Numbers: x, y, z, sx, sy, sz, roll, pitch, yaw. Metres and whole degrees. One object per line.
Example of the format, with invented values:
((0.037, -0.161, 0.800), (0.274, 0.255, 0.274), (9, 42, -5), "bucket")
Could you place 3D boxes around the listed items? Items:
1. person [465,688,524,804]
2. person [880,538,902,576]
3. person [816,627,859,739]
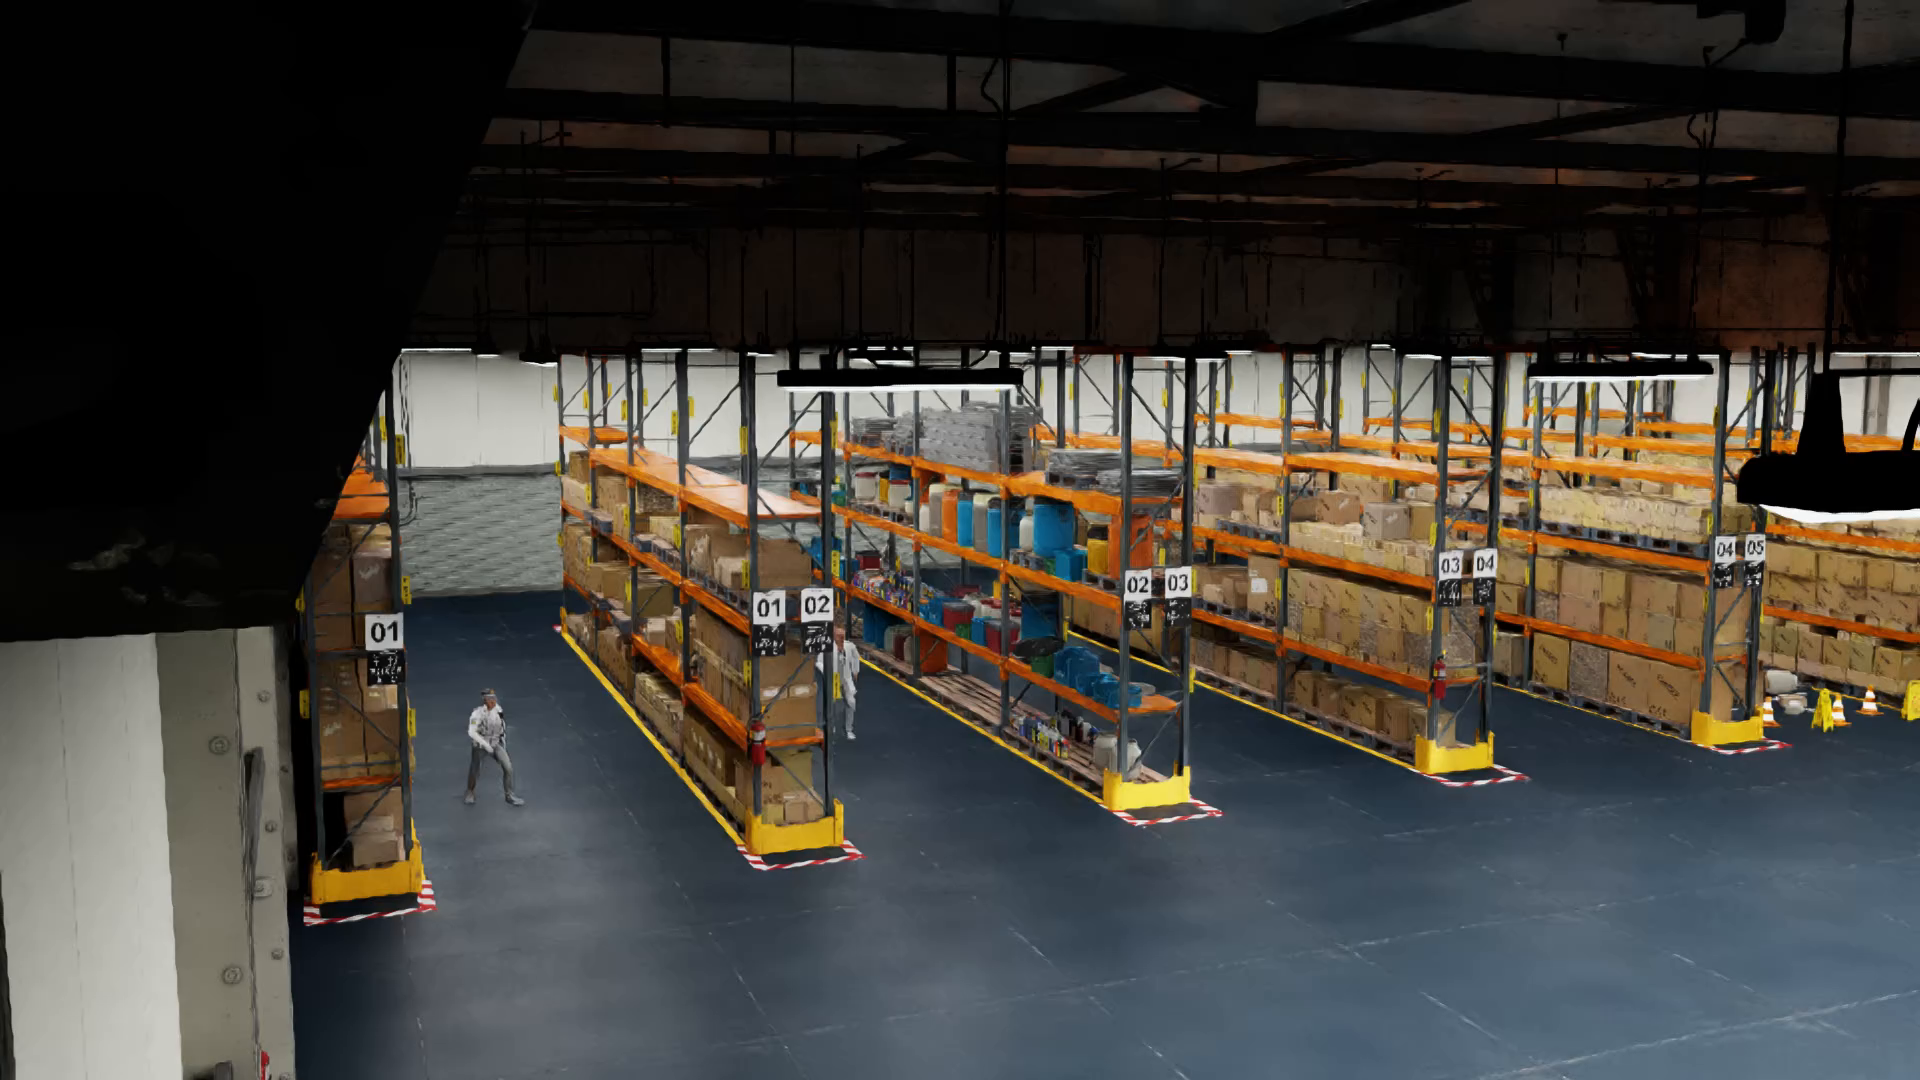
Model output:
((-6.271, 2.724, 22.113), (0.641, 1.610, 0.800), (-6, 9, -39), "person")
((-1.641, 0.645, 38.838), (0.566, 1.541, 0.519), (-3, 8, -24), "person")
((-1.888, 2.195, 25.902), (0.734, 1.717, 0.904), (-2, 8, -16), "person")
